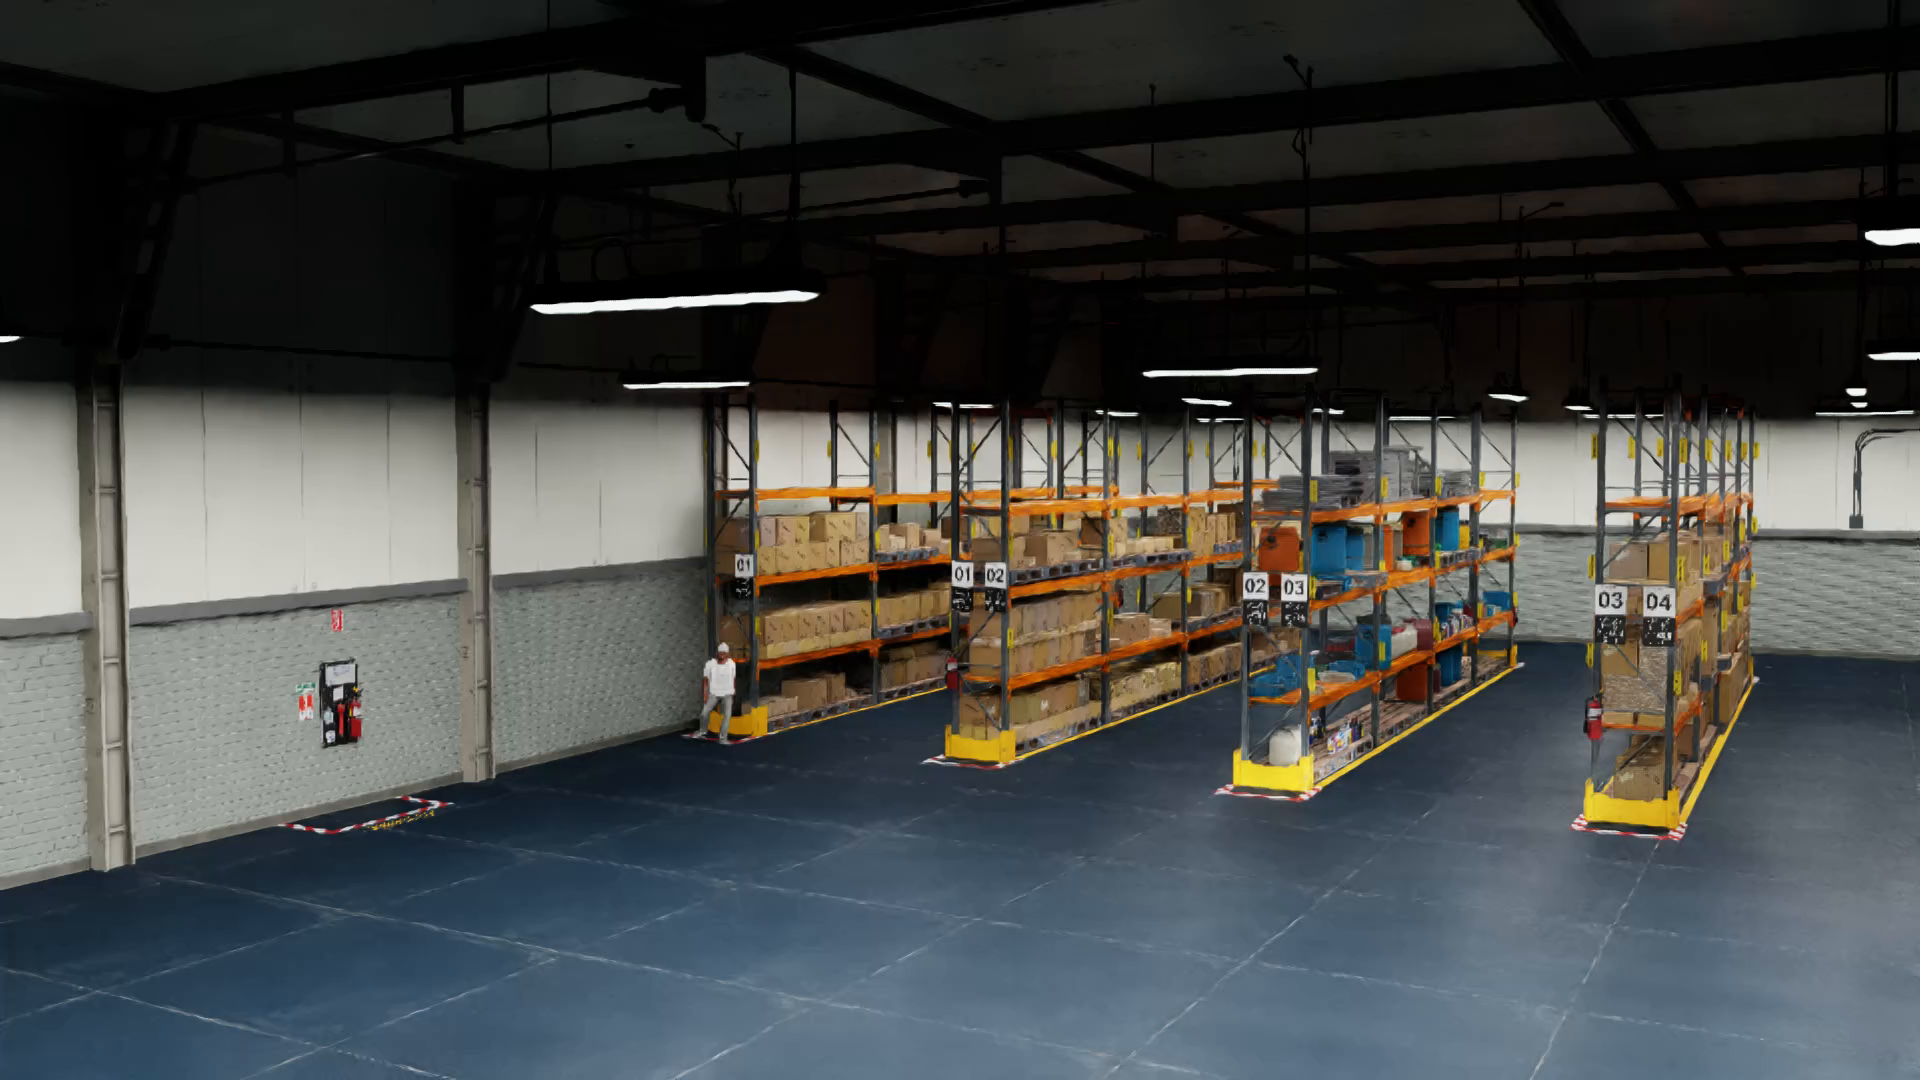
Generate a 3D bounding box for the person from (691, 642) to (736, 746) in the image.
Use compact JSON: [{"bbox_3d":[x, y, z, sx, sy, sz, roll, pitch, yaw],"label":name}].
[{"bbox_3d":[-4.192,2.604,28.294,0.769,1.745,0.597,-1,3,-10],"label":"person"}]
